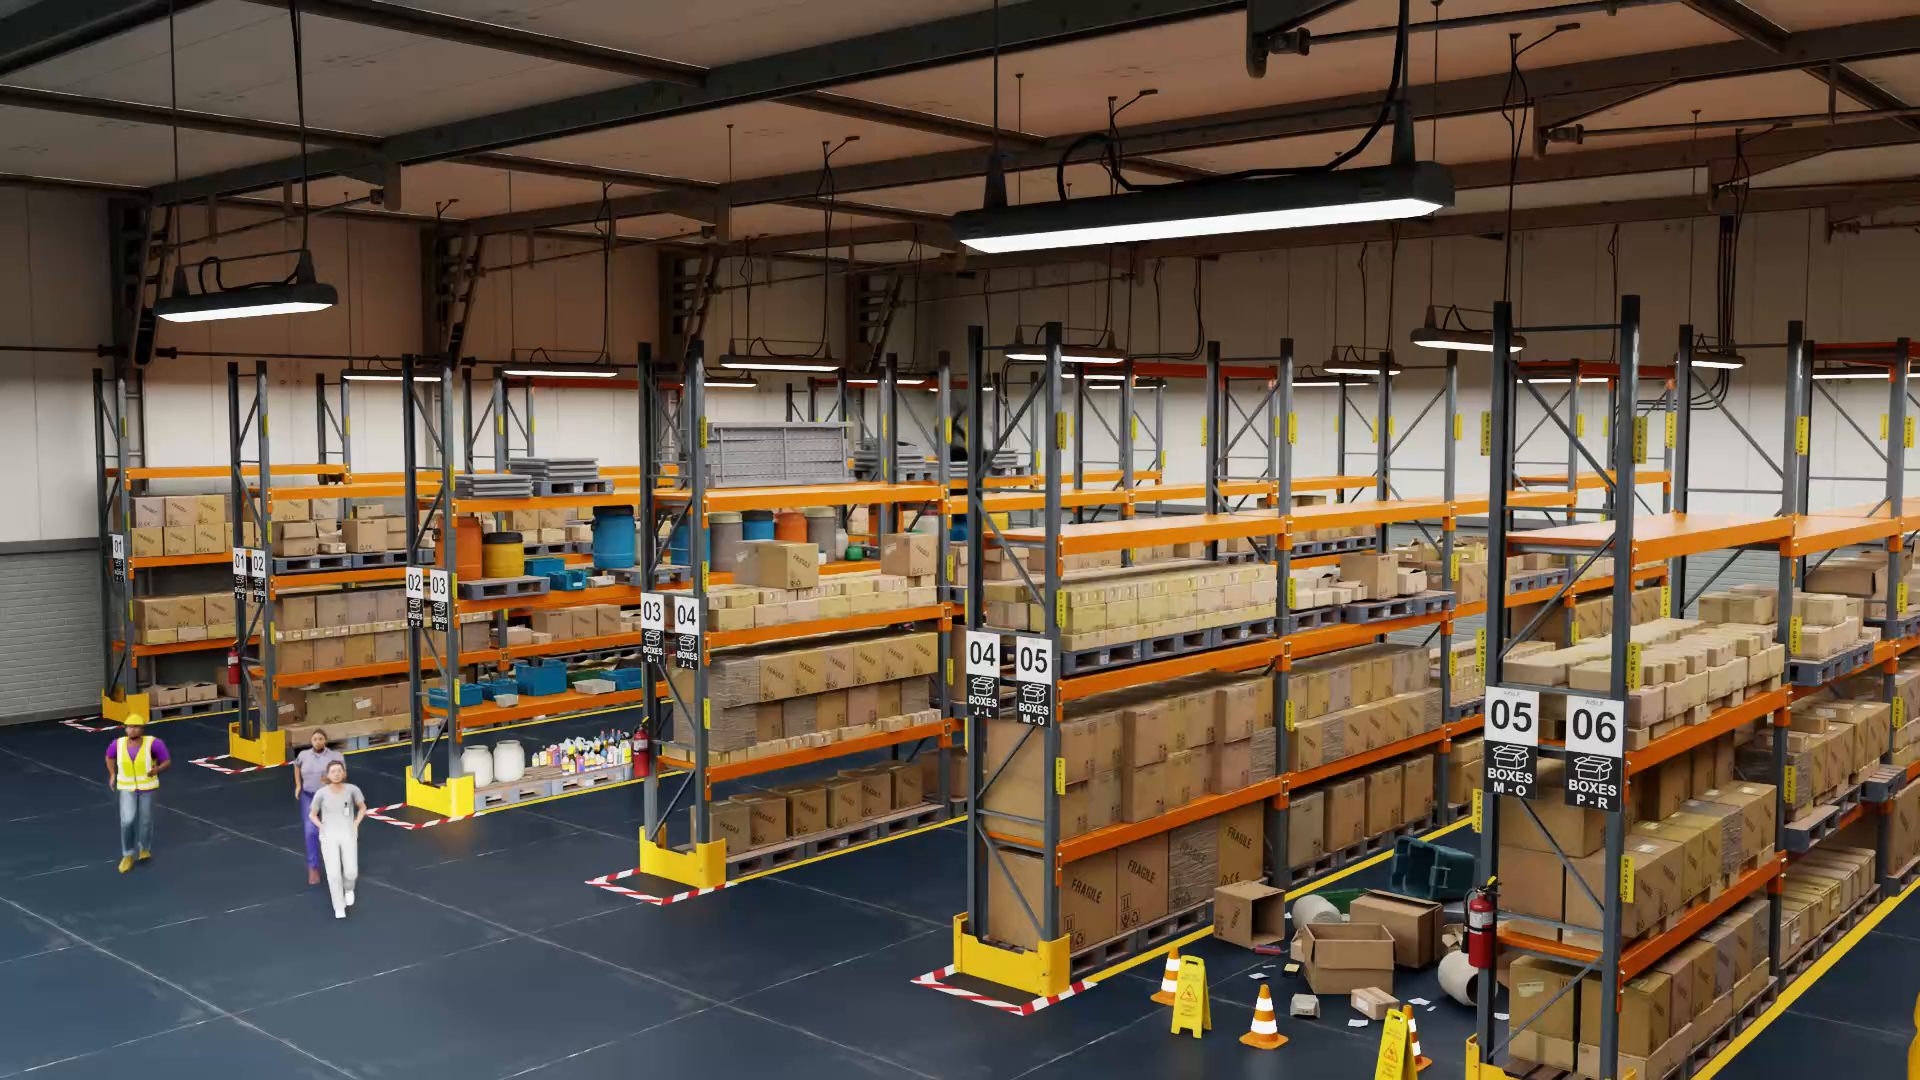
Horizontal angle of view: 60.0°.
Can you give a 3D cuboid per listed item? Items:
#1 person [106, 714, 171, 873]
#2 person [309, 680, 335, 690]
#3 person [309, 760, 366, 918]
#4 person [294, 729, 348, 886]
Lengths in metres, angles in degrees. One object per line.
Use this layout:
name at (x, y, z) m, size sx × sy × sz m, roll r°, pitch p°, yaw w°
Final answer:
person at (-9.419, 2.887, 19.081) m, size 0.687 × 1.802 × 0.748 m, roll -2°, pitch 5°, yaw -23°
person at (-10.427, 2.272, 27.432) m, size 0.633 × 1.847 × 0.770 m, roll 3°, pitch 5°, yaw 31°
person at (-6.430, 3.085, 17.204) m, size 0.560 × 1.622 × 0.581 m, roll -2°, pitch 5°, yaw -21°
person at (-7.201, 2.961, 18.757) m, size 0.581 × 1.681 × 0.855 m, roll -1°, pitch 4°, yaw -17°
